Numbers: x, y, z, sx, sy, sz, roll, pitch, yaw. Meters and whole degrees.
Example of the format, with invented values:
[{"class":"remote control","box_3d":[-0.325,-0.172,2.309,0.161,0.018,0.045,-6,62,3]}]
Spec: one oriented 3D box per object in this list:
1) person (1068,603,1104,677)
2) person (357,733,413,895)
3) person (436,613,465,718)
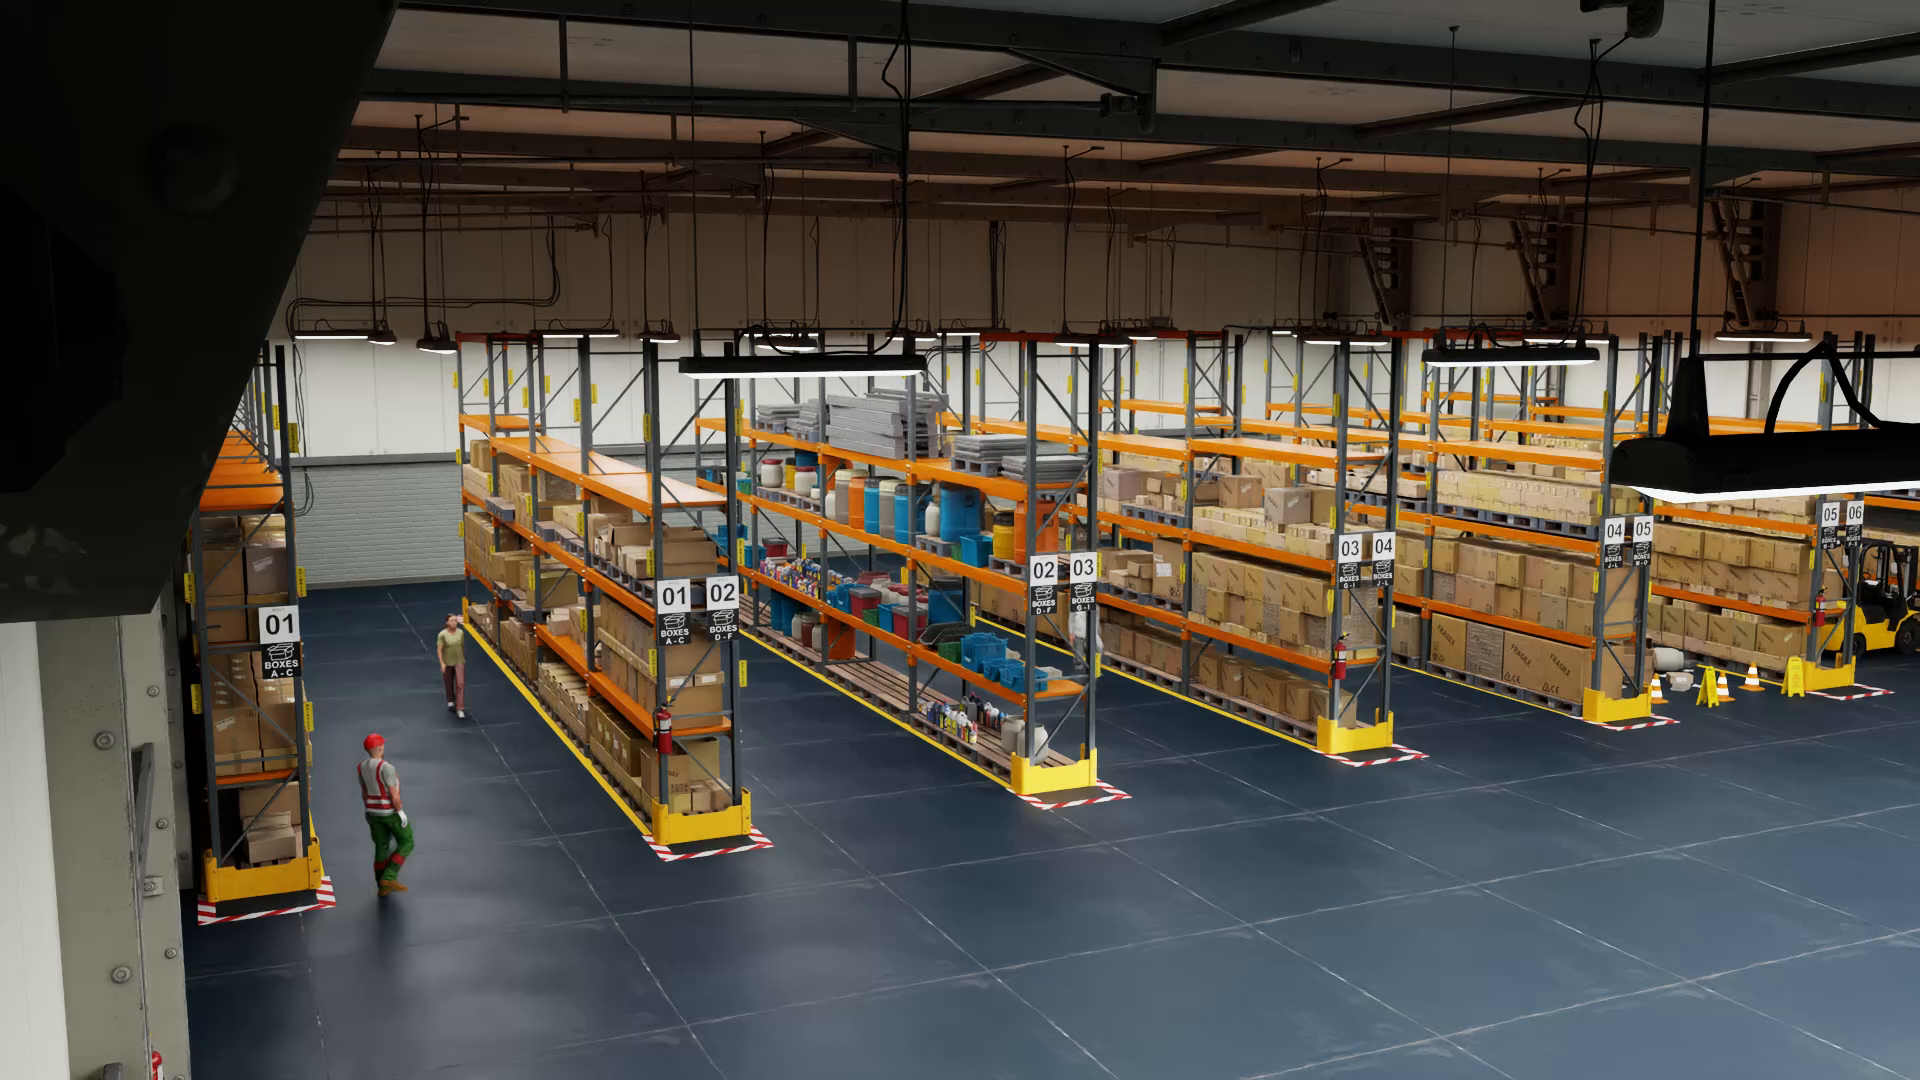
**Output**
[{"class":"person","box_3d":[2.123,1.514,28.140,0.589,1.528,1.049,-1,8,-6]},{"class":"person","box_3d":[-6.332,3.012,18.220,0.733,1.769,0.488,3,8,24]},{"class":"person","box_3d":[-8.085,1.958,26.417,0.419,1.606,1.072,-2,8,-15]}]
